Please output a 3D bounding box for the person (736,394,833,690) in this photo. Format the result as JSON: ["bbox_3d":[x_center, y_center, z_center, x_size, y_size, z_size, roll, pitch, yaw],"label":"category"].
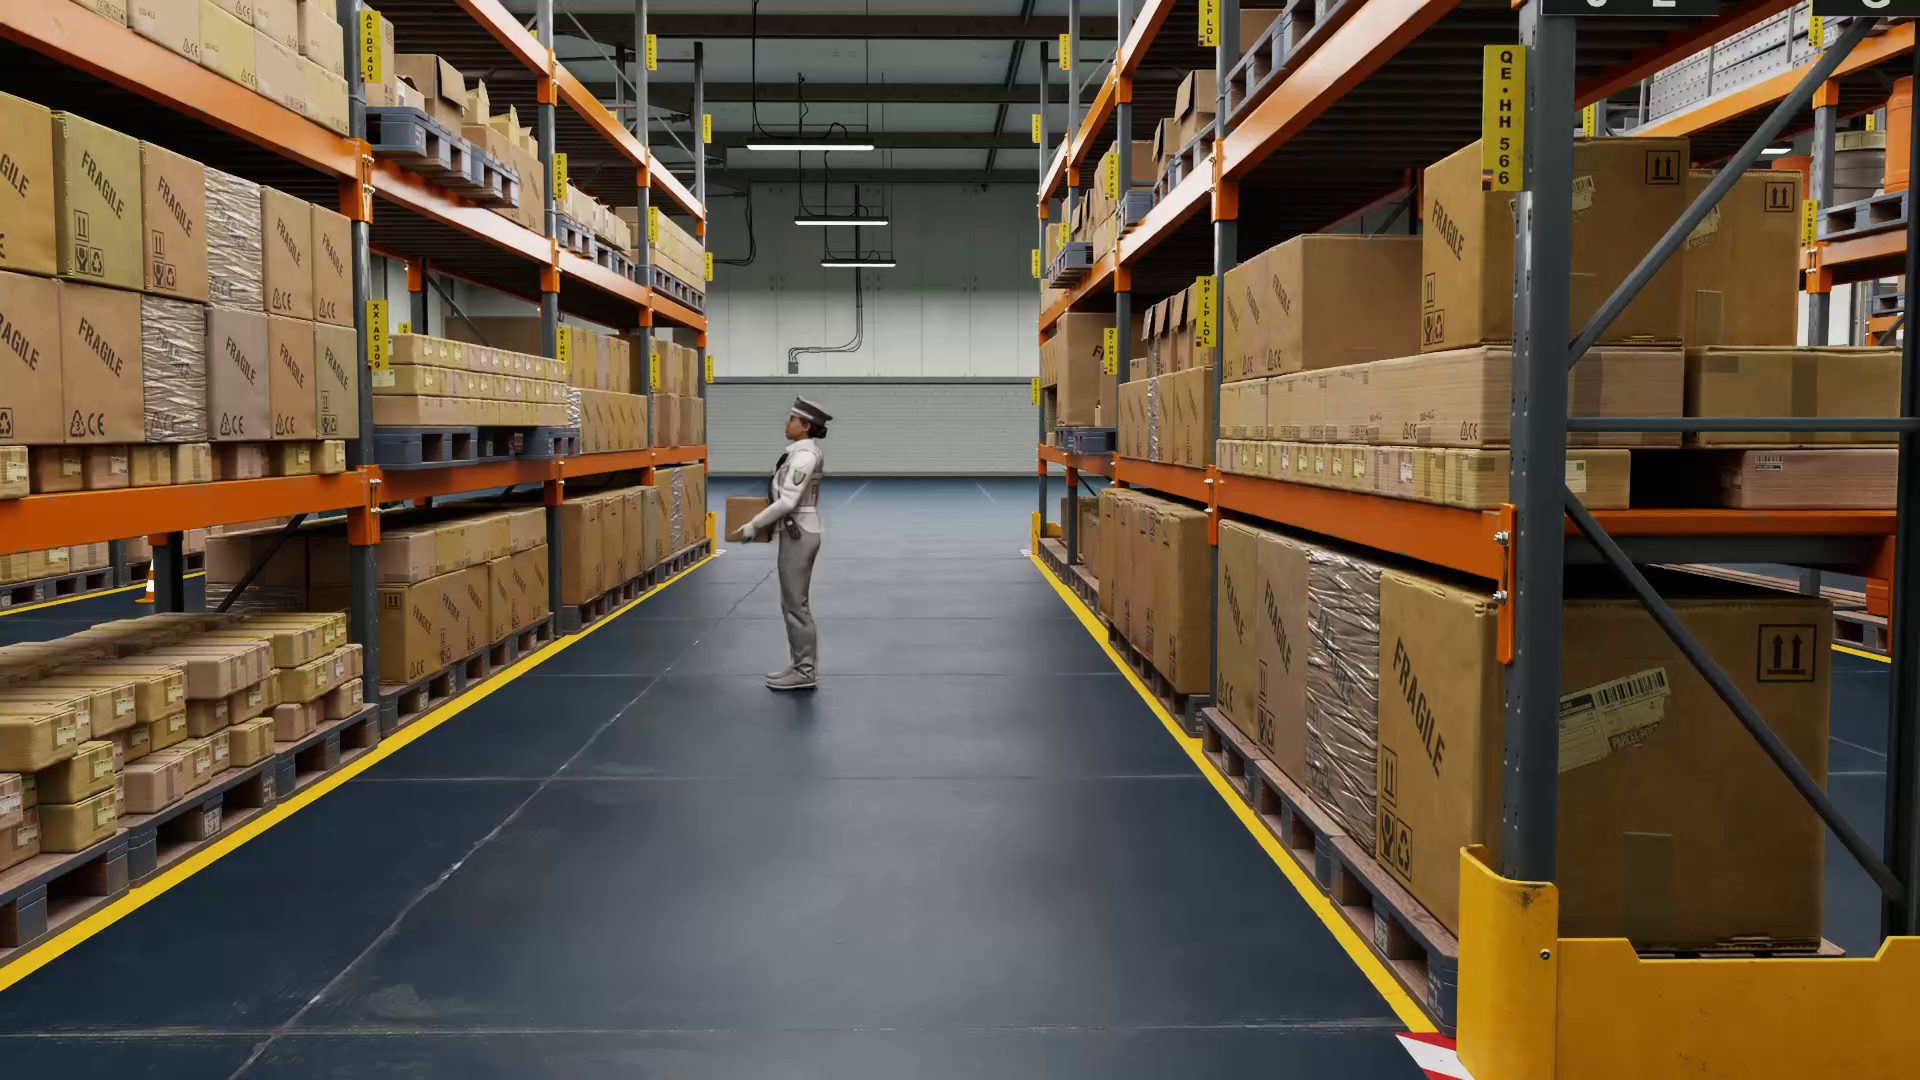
[{"bbox_3d":[-1.008,0.009,9.593,0.552,1.697,0.468,0,4,-4],"label":"person"}]
